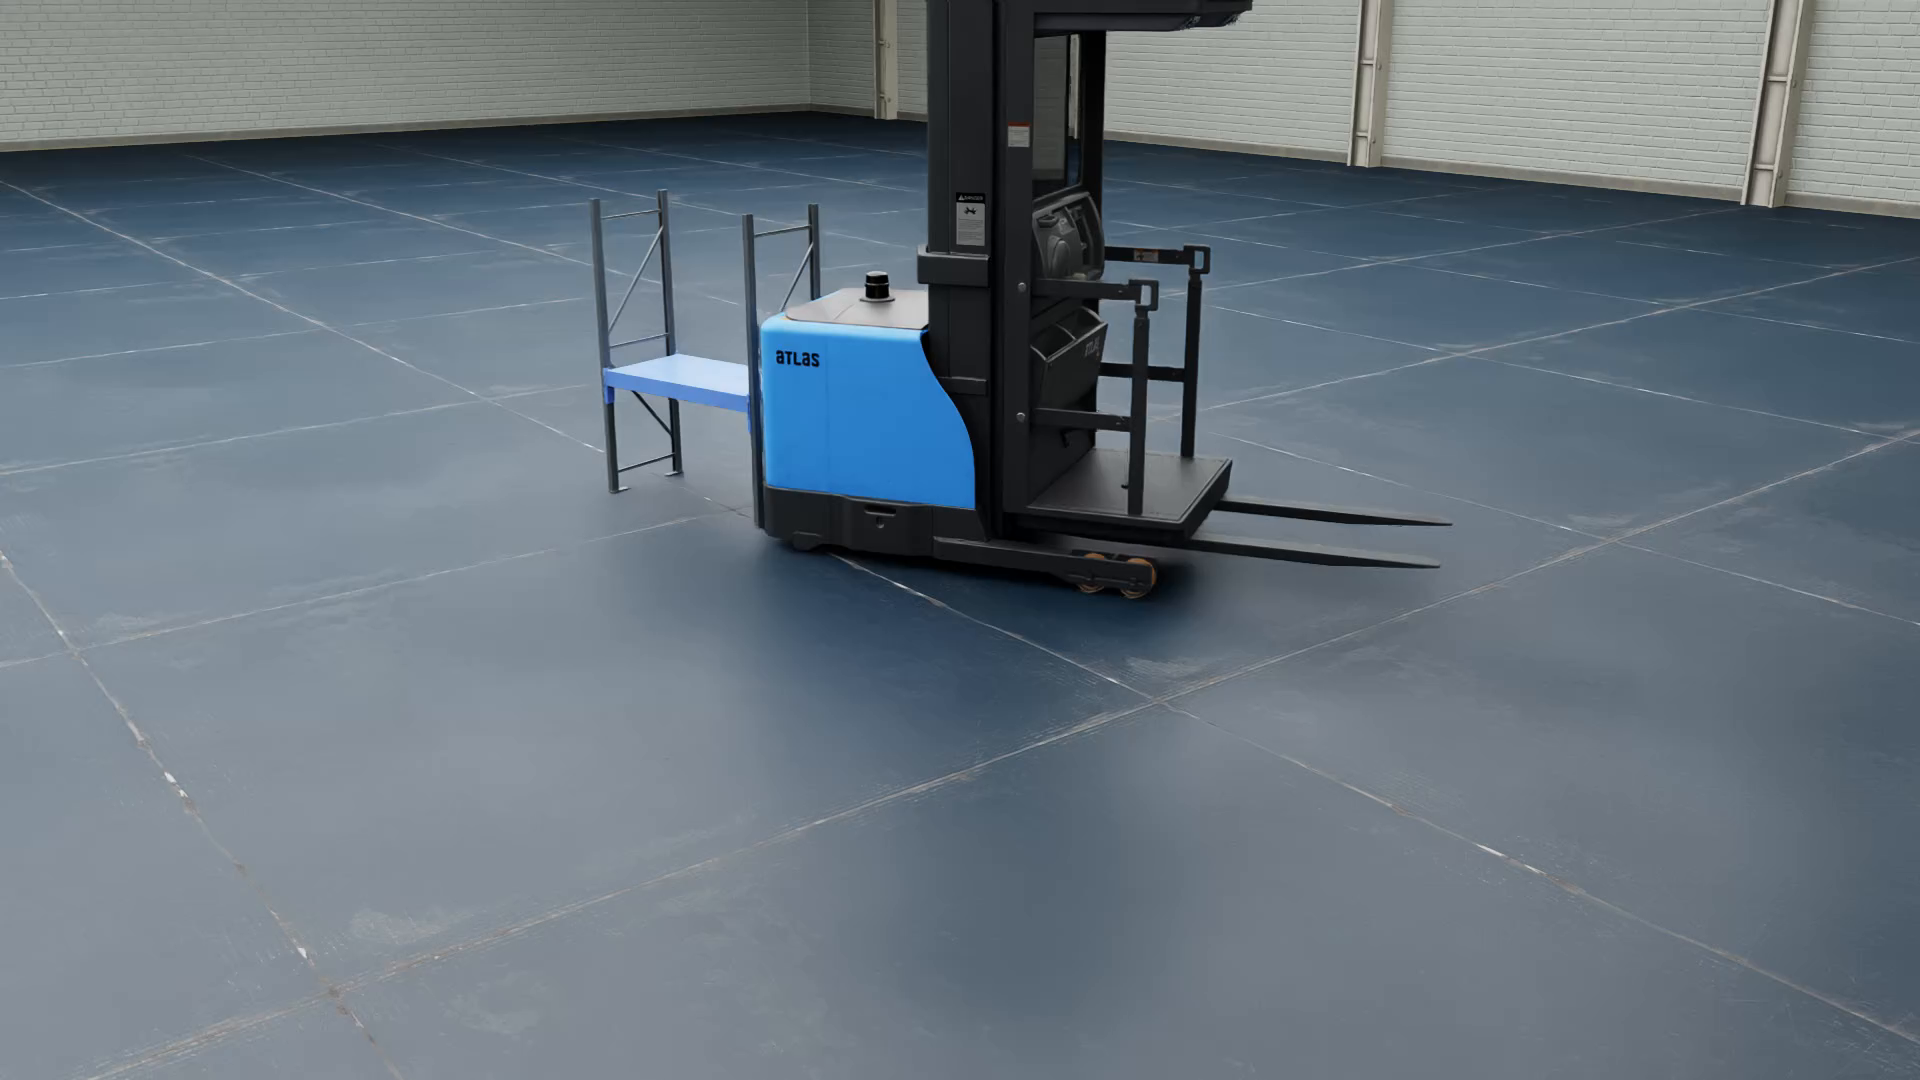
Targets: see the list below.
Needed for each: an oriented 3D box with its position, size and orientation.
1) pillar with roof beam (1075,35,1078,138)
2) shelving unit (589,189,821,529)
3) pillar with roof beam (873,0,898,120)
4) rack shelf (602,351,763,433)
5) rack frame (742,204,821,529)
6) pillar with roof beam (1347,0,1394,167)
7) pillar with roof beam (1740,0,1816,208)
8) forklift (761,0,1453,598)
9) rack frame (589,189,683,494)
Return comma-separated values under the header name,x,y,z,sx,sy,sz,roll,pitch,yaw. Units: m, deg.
name,x,y,z,sx,sy,sz,roll,pitch,yaw
pillar with roof beam,-1.133,-10.435,25.062,9.100,9.000,0.400,-14,23,-36
shelving unit,-1.245,-0.924,8.266,1.048,1.500,0.538,13,22,34
pillar with roof beam,-4.858,-11.914,29.526,9.100,9.000,0.400,-14,23,-36
rack shelf,-1.245,-0.753,8.323,1.000,0.185,0.538,13,22,34
rack frame,-0.834,-0.830,7.982,0.032,1.500,0.500,13,22,34
pillar with roof beam,2.592,-8.957,20.597,9.100,9.000,0.400,-14,23,-36
pillar with roof beam,6.318,-7.478,16.132,9.100,9.000,0.400,-14,23,-36
forklift,0.664,-1.333,7.226,3.031,2.935,1.130,7,19,19
rack frame,-1.656,-1.018,8.551,0.032,1.500,0.500,13,22,34
